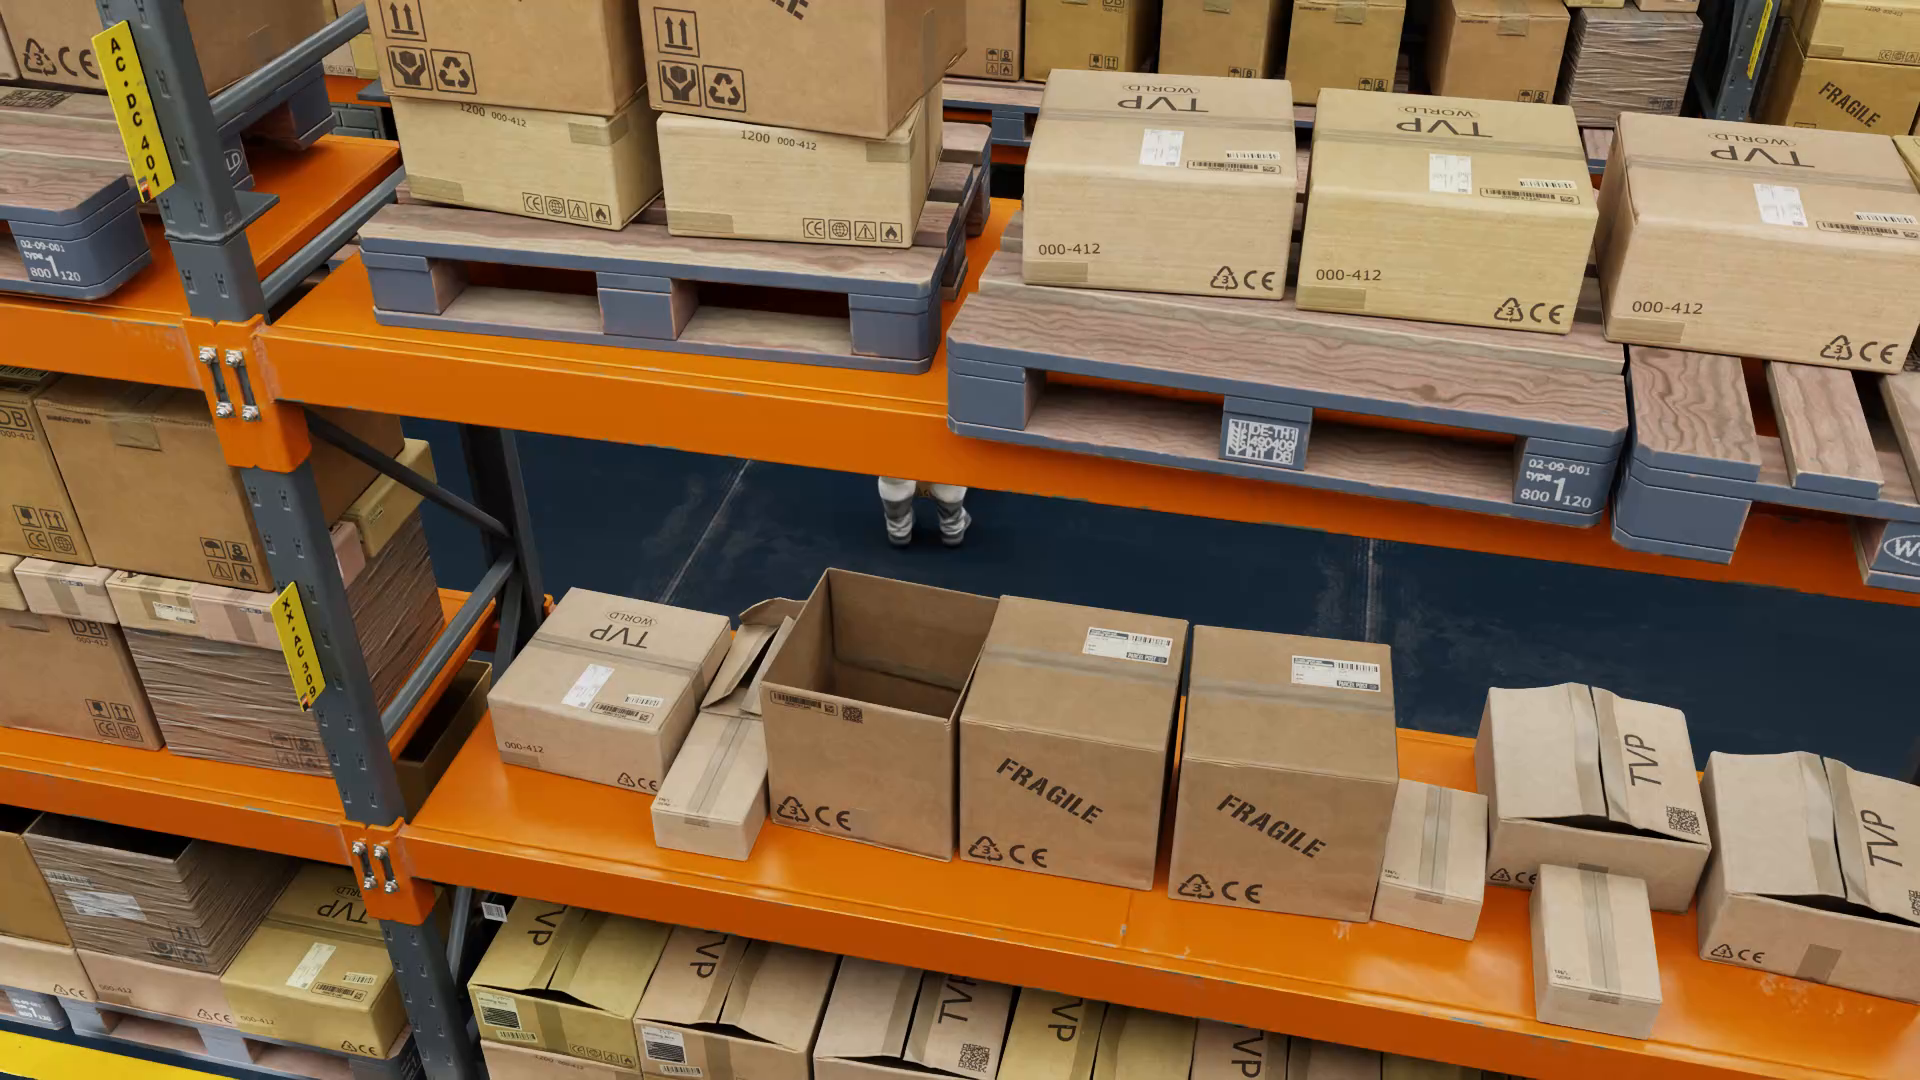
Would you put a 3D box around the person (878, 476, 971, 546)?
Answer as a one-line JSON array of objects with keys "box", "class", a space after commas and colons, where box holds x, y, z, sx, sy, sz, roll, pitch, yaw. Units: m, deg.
[{"box": [-0.178, -0.749, 7.104, 0.571, 1.805, 0.428, 4, 36, 5], "class": "person"}]
